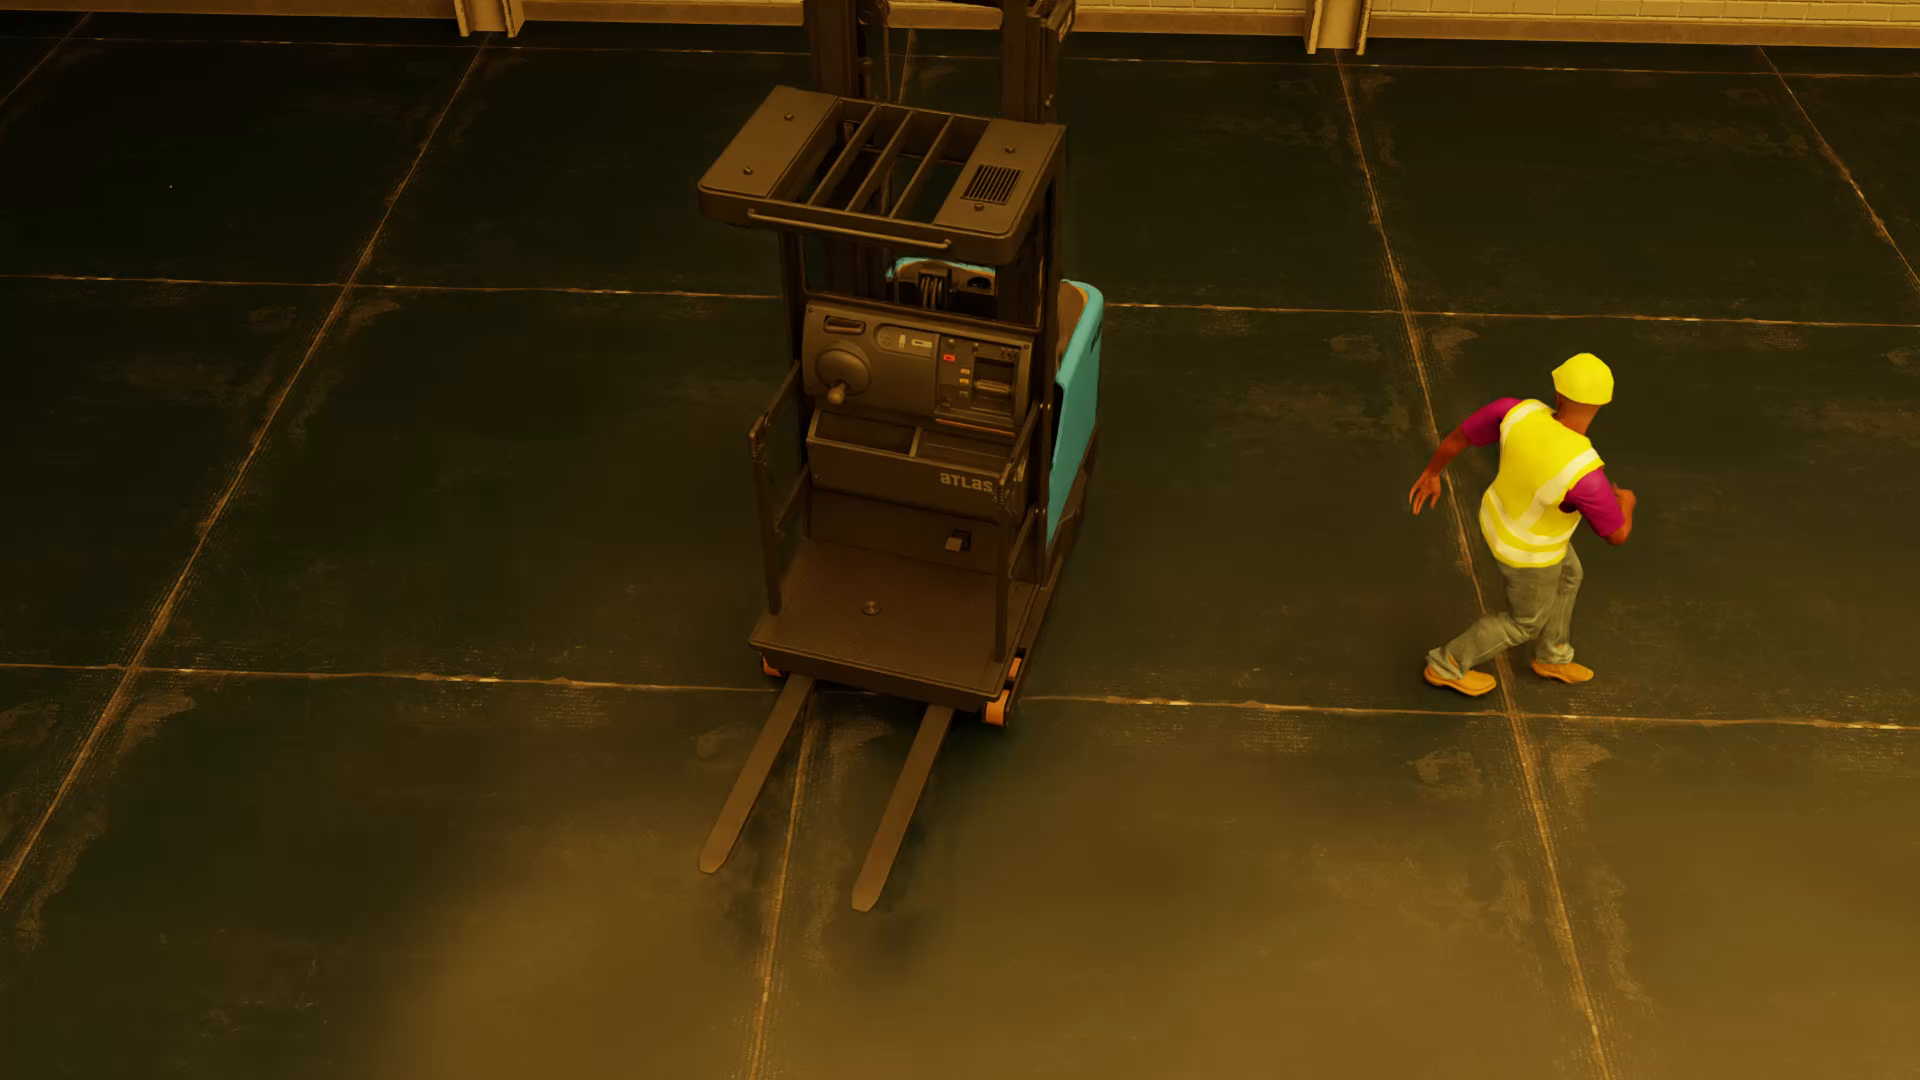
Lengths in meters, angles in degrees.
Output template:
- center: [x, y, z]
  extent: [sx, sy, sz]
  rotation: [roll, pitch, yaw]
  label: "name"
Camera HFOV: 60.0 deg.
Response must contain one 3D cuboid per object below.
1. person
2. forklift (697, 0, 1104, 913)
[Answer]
- center: [2.316, -0.009, 6.699]
  extent: [0.936, 1.738, 0.604]
  rotation: [-1, 42, -1]
  label: "person"
- center: [-0.233, -0.595, 6.394]
  extent: [1.130, 2.935, 3.031]
  rotation: [11, 44, 12]
  label: "forklift"
